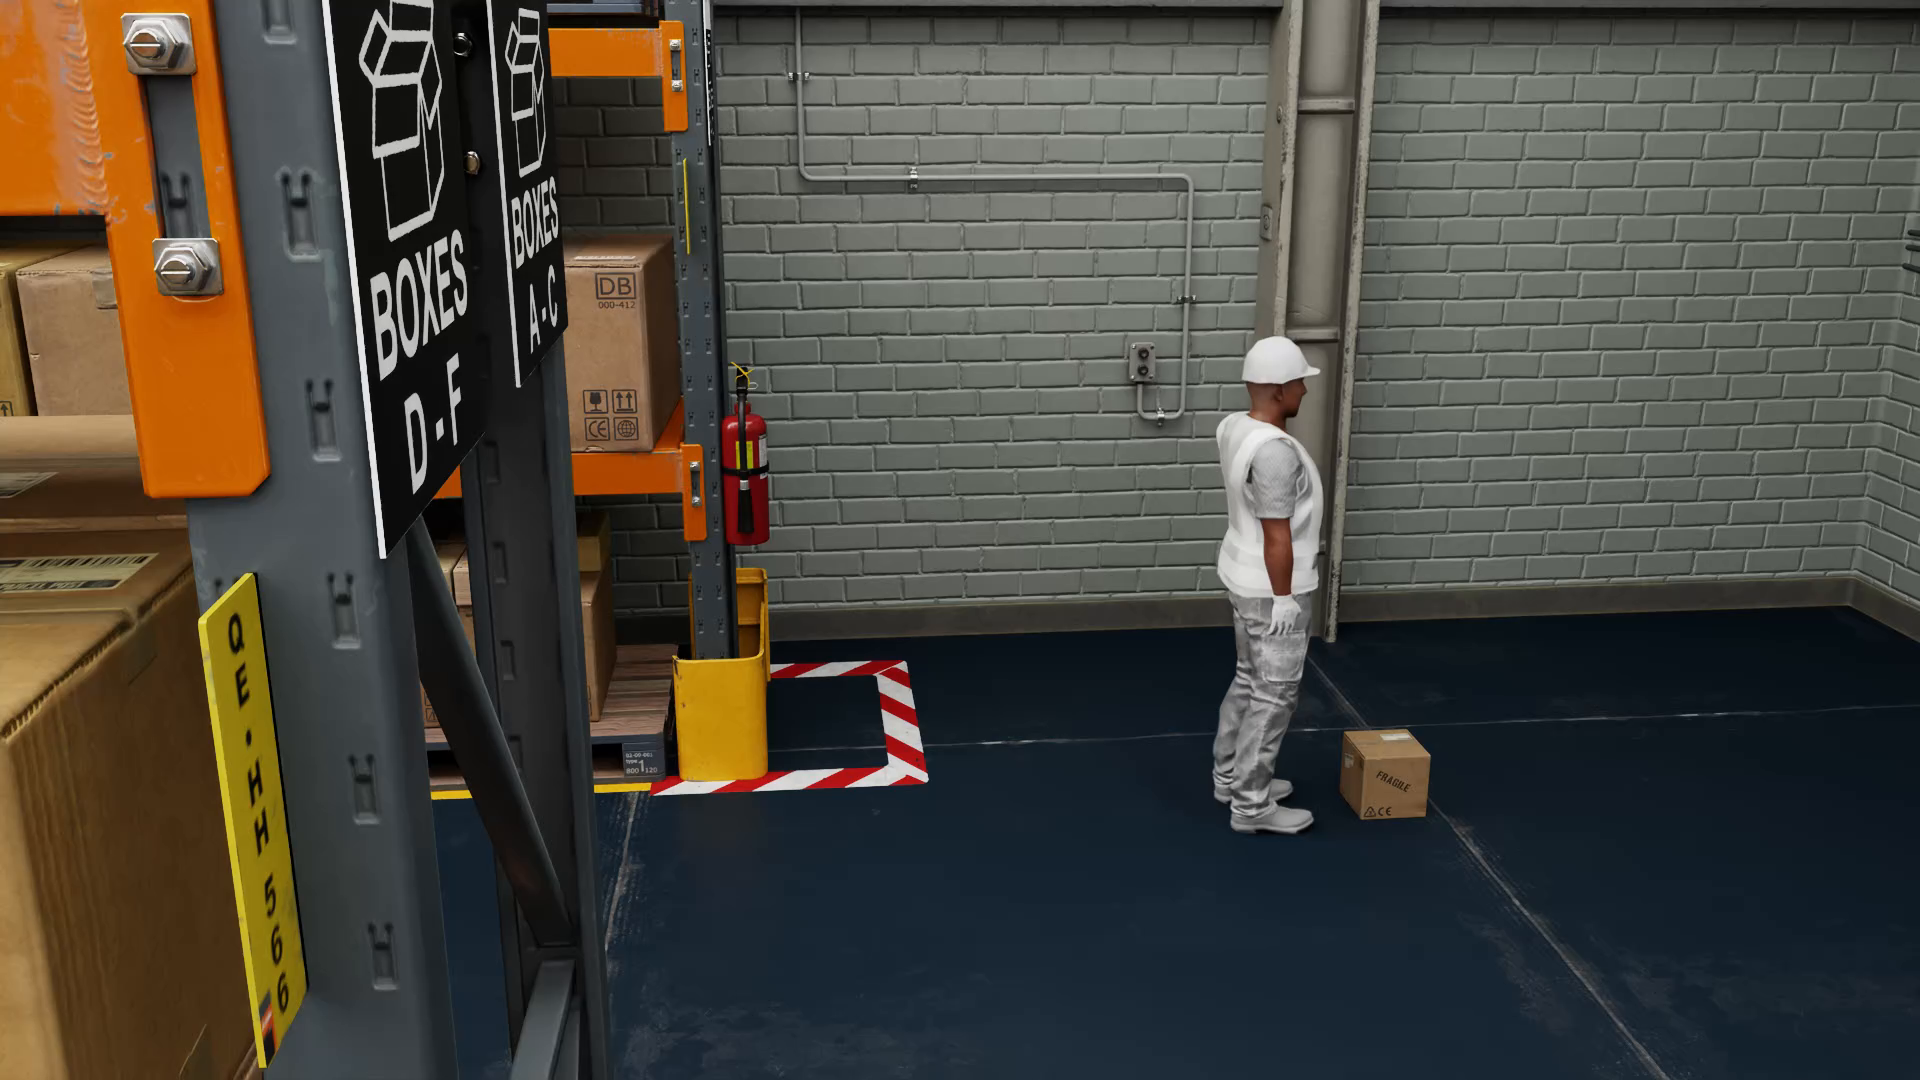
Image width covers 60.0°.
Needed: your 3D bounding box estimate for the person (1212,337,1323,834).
[{"bbox_3d":[1.104,0.156,5.981,0.359,1.780,0.545,-1,17,-4],"label":"person"}]
